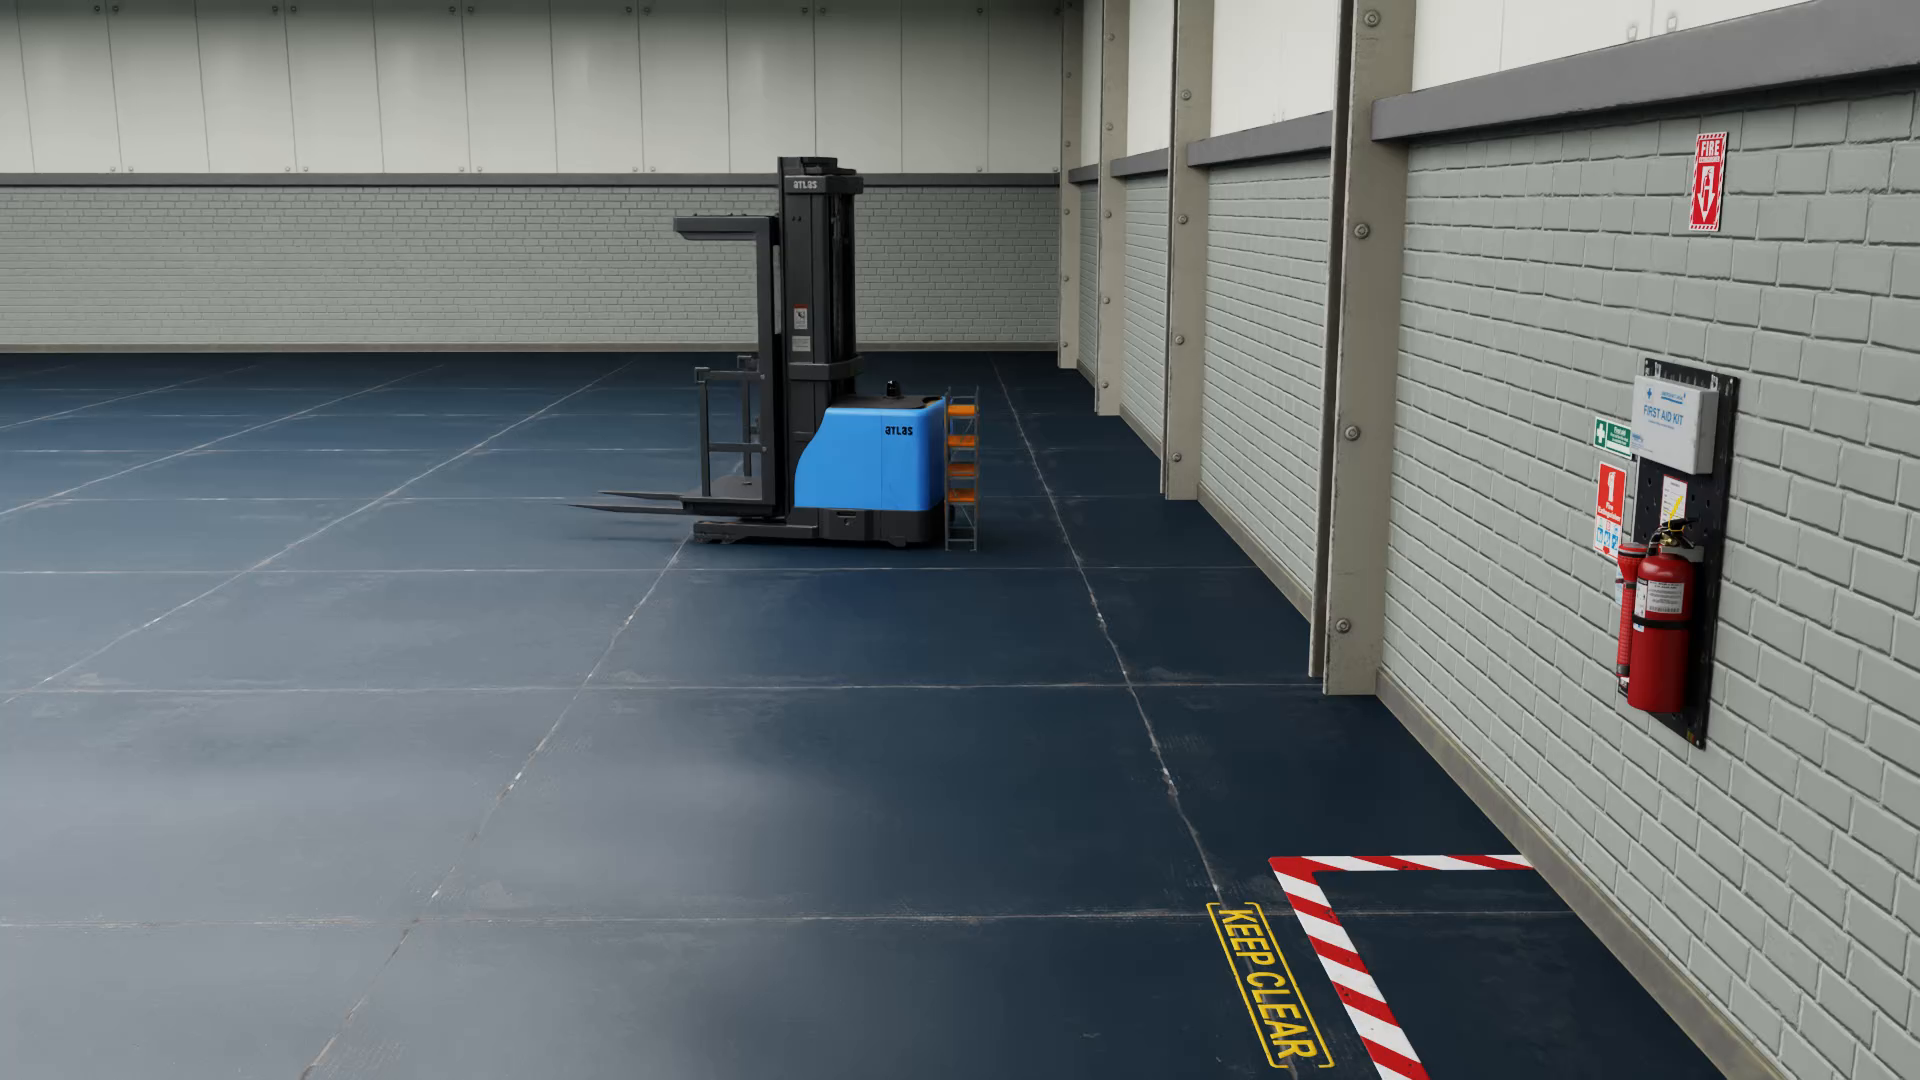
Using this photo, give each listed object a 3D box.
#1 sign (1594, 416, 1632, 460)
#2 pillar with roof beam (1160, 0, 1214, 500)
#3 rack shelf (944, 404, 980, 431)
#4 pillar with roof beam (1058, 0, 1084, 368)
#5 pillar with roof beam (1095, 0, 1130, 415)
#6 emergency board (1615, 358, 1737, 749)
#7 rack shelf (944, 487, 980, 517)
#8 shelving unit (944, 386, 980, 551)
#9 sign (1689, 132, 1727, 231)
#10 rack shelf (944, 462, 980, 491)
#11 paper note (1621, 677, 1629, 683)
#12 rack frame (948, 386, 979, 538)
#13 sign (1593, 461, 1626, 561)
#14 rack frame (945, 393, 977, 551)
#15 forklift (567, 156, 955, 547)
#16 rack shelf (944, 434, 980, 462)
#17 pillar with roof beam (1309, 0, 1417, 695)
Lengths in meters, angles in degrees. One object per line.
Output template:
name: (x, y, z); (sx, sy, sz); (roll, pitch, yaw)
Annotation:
sign: (2.310, -0.363, 5.879); (0.001, 0.109, 0.331); (0, 11, -1)
pillar with roof beam: (-2.312, -4.792, 14.048); (9.100, 9.000, 0.400); (0, 11, -1)
rack shelf: (0.020, -0.939, 12.695); (0.258, 0.148, 0.480); (0, 11, 2)
pillar with roof beam: (-2.560, -7.178, 25.806); (9.100, 9.000, 0.400); (0, 11, -1)
pillar with roof beam: (-2.436, -5.985, 19.927); (9.100, 9.000, 0.400); (0, 11, -1)
emergency board: (2.227, 0.024, 5.396); (0.194, 1.169, 0.643); (0, 11, -1)
rack shelf: (0.020, -0.294, 12.826); (0.258, 0.148, 0.480); (0, 11, 2)
shelving unit: (0.020, -0.554, 12.773); (0.258, 1.200, 0.503); (0, 11, 2)
sign: (2.326, -1.114, 5.176); (0.001, 0.298, 0.199); (0, 11, -1)
rack shelf: (0.020, -0.488, 12.786); (0.258, 0.148, 0.480); (0, 11, 2)
paper note: (2.292, 0.420, 5.659); (0.016, 0.148, 0.142); (0, 11, -1)
rack frame: (0.030, -0.603, 13.012); (0.240, 1.200, 0.015); (0, 11, 2)
sign: (2.318, -0.104, 5.937); (0.001, 0.329, 0.234); (0, 11, -1)
rack frame: (0.009, -0.506, 12.534); (0.240, 1.200, 0.015); (0, 11, 2)
forklift: (-1.609, -1.506, 13.113); (3.031, 2.935, 1.130); (2, 12, 11)
rack shelf: (0.020, -0.707, 12.742); (0.258, 0.148, 0.480); (0, 11, 2)
pillar with roof beam: (-2.188, -3.600, 8.169); (9.100, 9.000, 0.400); (0, 11, -1)
